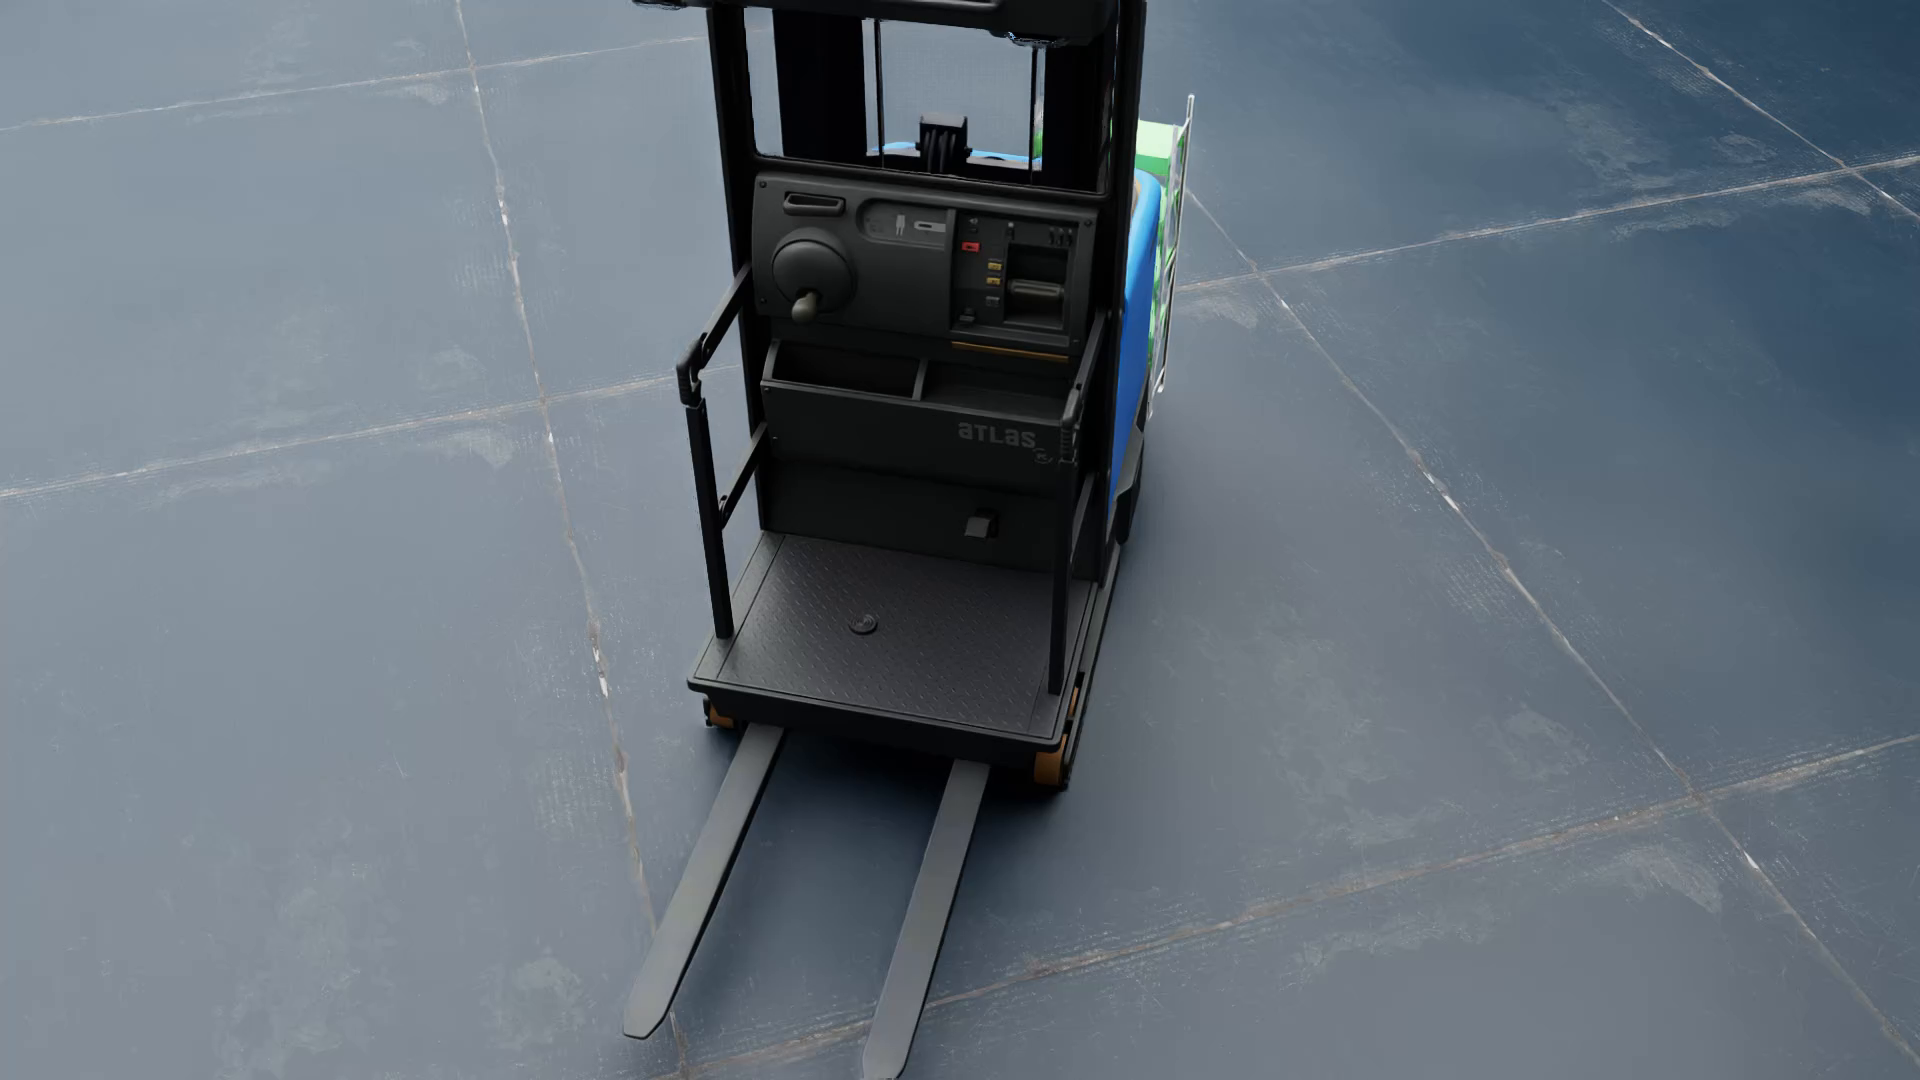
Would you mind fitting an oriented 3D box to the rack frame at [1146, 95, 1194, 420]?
[{"bbox_3d":[0.748,-0.982,5.960,0.015,1.200,0.240,13,42,14],"label":"rack frame"}]

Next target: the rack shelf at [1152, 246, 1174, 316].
[{"bbox_3d":[0.517,-0.986,6.061,0.480,0.148,0.258,13,42,14],"label":"rack shelf"}]

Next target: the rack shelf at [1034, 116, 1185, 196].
[{"bbox_3d":[0.519,-1.351,5.749,0.480,0.148,0.258,13,42,14],"label":"rack shelf"}]

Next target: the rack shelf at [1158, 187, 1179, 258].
[{"bbox_3d":[0.518,-1.168,5.905,0.480,0.148,0.258,13,42,14],"label":"rack shelf"}]

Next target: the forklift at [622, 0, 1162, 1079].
[{"bbox_3d":[-0.151,-0.656,4.273,1.130,2.935,3.031,9,42,10],"label":"forklift"}]

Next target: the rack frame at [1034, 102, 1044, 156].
[{"bbox_3d":[0.286,-1.087,6.080,0.015,1.200,0.240,13,42,14],"label":"rack frame"}]

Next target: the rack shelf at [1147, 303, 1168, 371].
[{"bbox_3d":[0.516,-0.803,6.217,0.480,0.148,0.258,13,42,14],"label":"rack shelf"}]

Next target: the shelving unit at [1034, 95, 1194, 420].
[{"bbox_3d":[0.517,-1.034,6.020,0.503,1.200,0.258,13,42,14],"label":"shelving unit"}]
